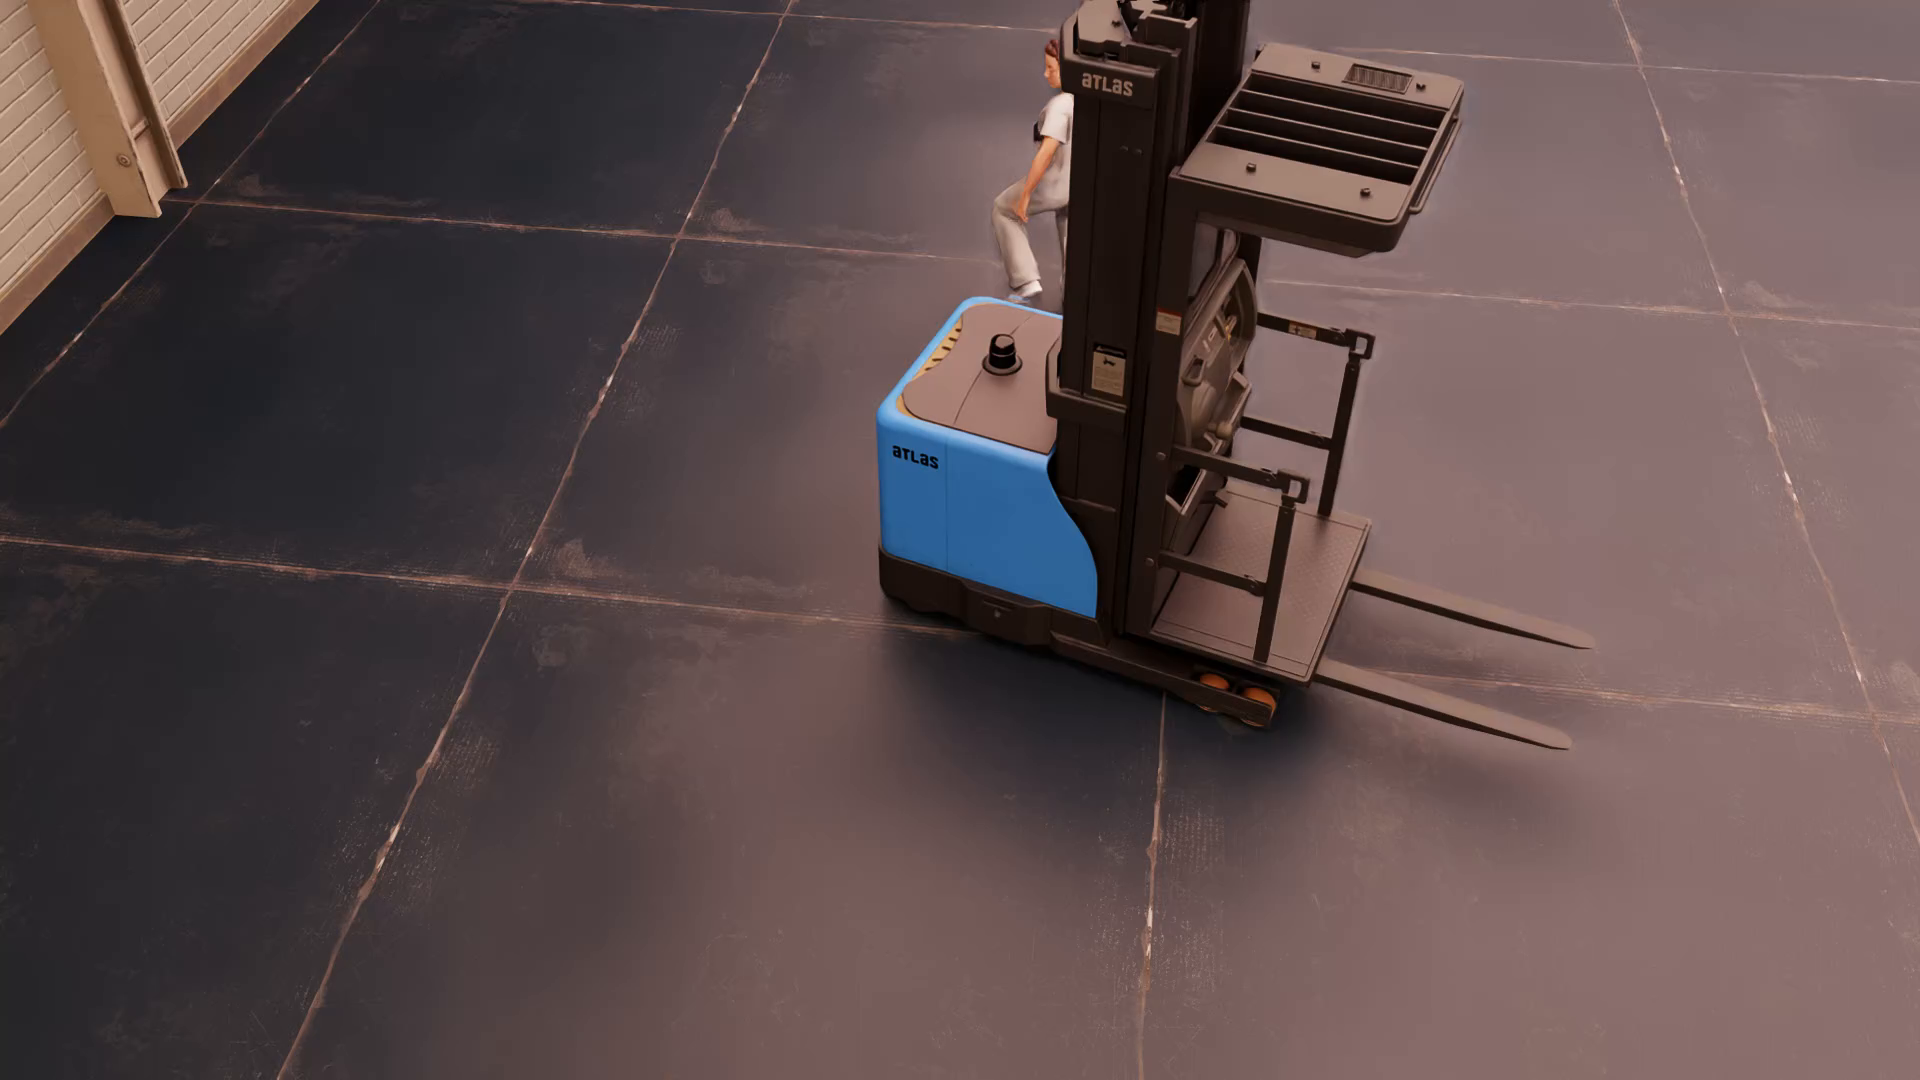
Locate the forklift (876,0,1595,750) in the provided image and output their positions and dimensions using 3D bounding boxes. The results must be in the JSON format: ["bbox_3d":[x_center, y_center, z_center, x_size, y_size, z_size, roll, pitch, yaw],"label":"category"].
[{"bbox_3d":[1.196,-0.705,6.492,3.031,2.935,1.130,17,45,18],"label":"forklift"}]

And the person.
[{"bbox_3d":[0.486,-1.924,8.834,0.714,1.576,0.536,-23,47,-23],"label":"person"}]
